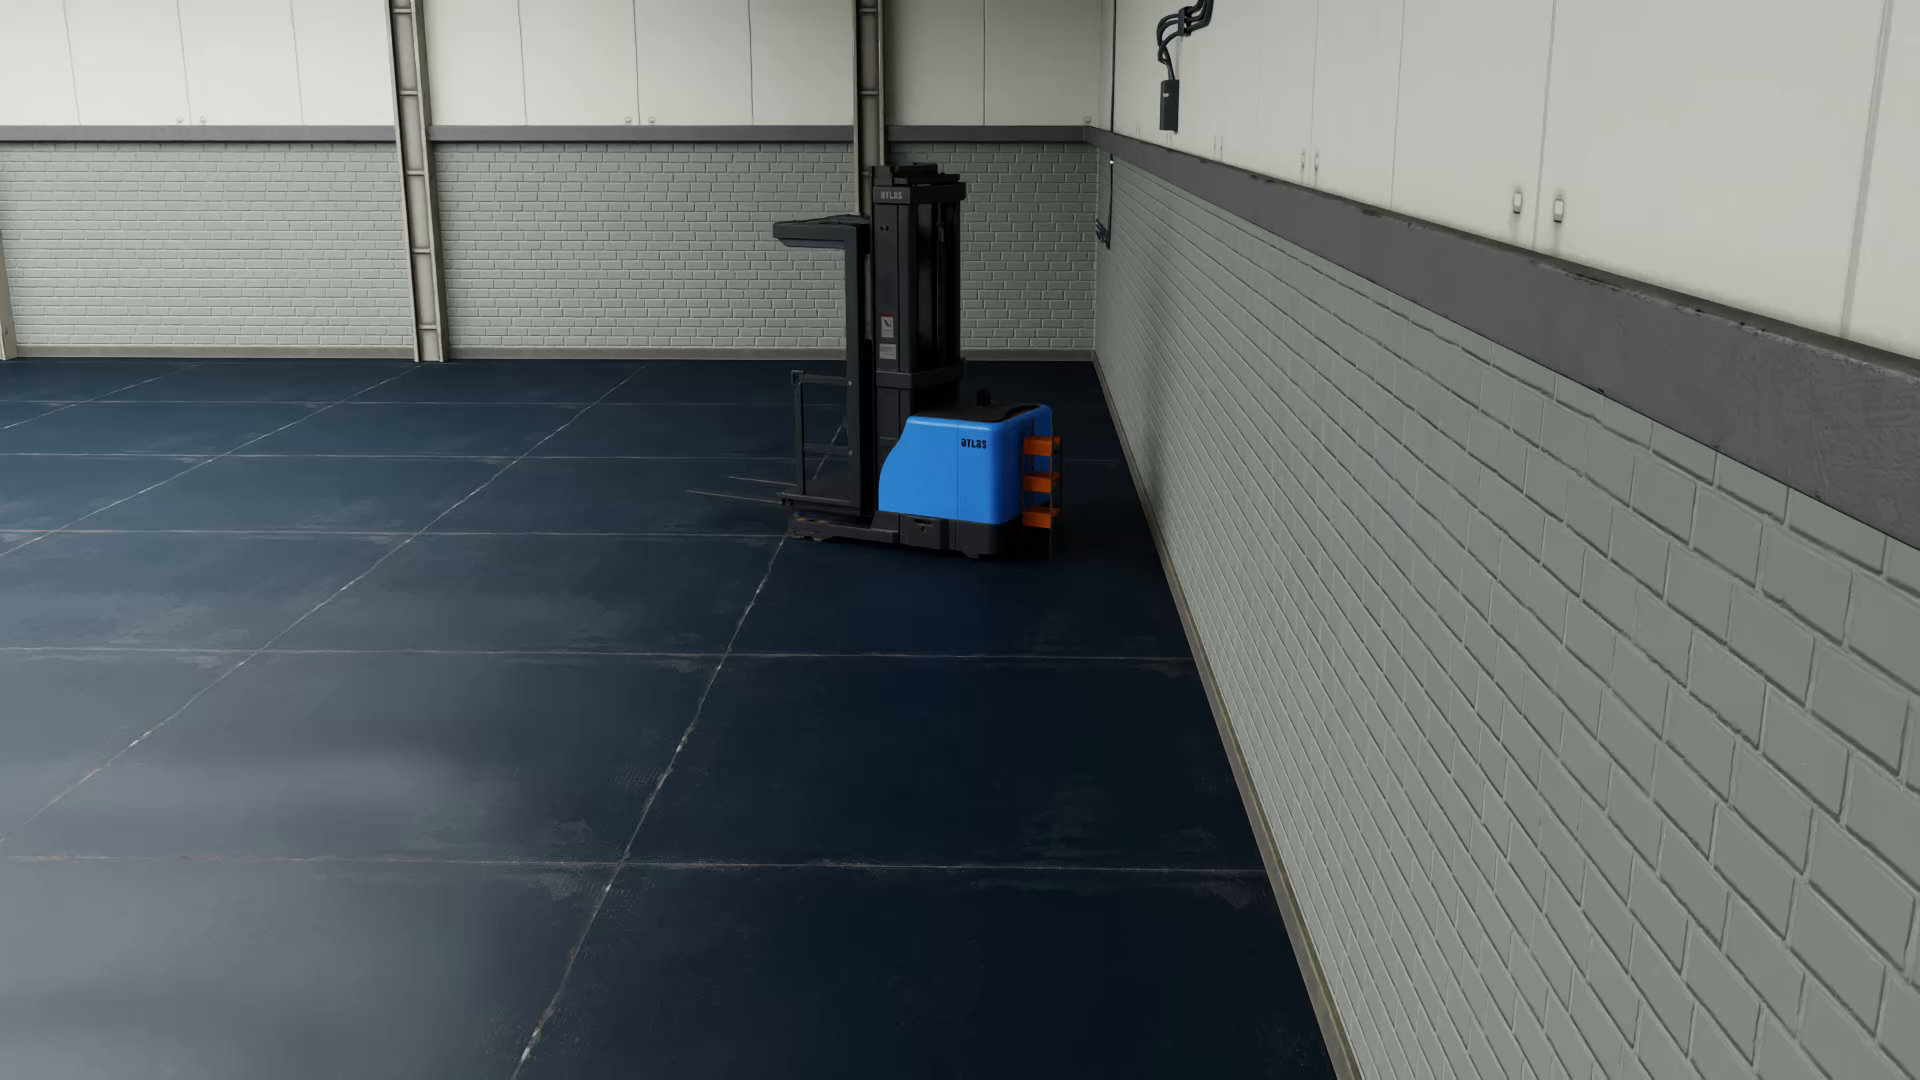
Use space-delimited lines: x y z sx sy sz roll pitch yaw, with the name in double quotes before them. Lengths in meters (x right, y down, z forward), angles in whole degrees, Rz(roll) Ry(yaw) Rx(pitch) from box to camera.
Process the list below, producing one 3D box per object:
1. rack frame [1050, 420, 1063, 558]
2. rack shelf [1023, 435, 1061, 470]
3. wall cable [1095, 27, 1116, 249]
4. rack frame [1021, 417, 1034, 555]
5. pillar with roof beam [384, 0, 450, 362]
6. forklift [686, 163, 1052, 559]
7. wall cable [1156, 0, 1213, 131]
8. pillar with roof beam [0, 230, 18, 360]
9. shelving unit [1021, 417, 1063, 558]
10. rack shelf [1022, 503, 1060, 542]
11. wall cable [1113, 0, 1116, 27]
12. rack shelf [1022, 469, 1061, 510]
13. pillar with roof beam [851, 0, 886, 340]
"rack frame" 0.741 -0.388 12.753 0.008 1.050 0.200 7 16 26
"rack shelf" 0.632 -0.666 12.736 0.240 0.259 0.215 7 16 26
"wall cable" 1.734 -4.906 20.381 0.112 2.526 3.097 0 15 1
"rack frame" 0.523 -0.416 12.859 0.008 1.050 0.200 7 16 26
"pillar with roof beam" -7.286 -5.705 17.323 0.400 9.000 9.100 0 15 1
"forklift" -0.810 -1.516 13.339 3.031 2.935 1.130 7 16 26
"wall cable" 1.475 -5.631 10.376 0.169 6.003 2.305 0 15 1
"pillar with roof beam" -13.284 -5.744 17.471 0.400 9.000 9.100 0 15 1
"shelving unit" 0.632 -0.402 12.806 0.252 1.050 0.215 7 16 26
"rack shelf" 0.632 -0.123 12.880 0.240 0.259 0.215 7 16 26
"wall cable" 1.665 -6.658 17.122 0.112 2.526 3.097 0 15 1
"rack shelf" 0.632 -0.392 12.809 0.240 0.259 0.215 7 16 26
"pillar with roof beam" -1.287 -5.666 17.175 0.400 9.000 9.100 0 15 1
